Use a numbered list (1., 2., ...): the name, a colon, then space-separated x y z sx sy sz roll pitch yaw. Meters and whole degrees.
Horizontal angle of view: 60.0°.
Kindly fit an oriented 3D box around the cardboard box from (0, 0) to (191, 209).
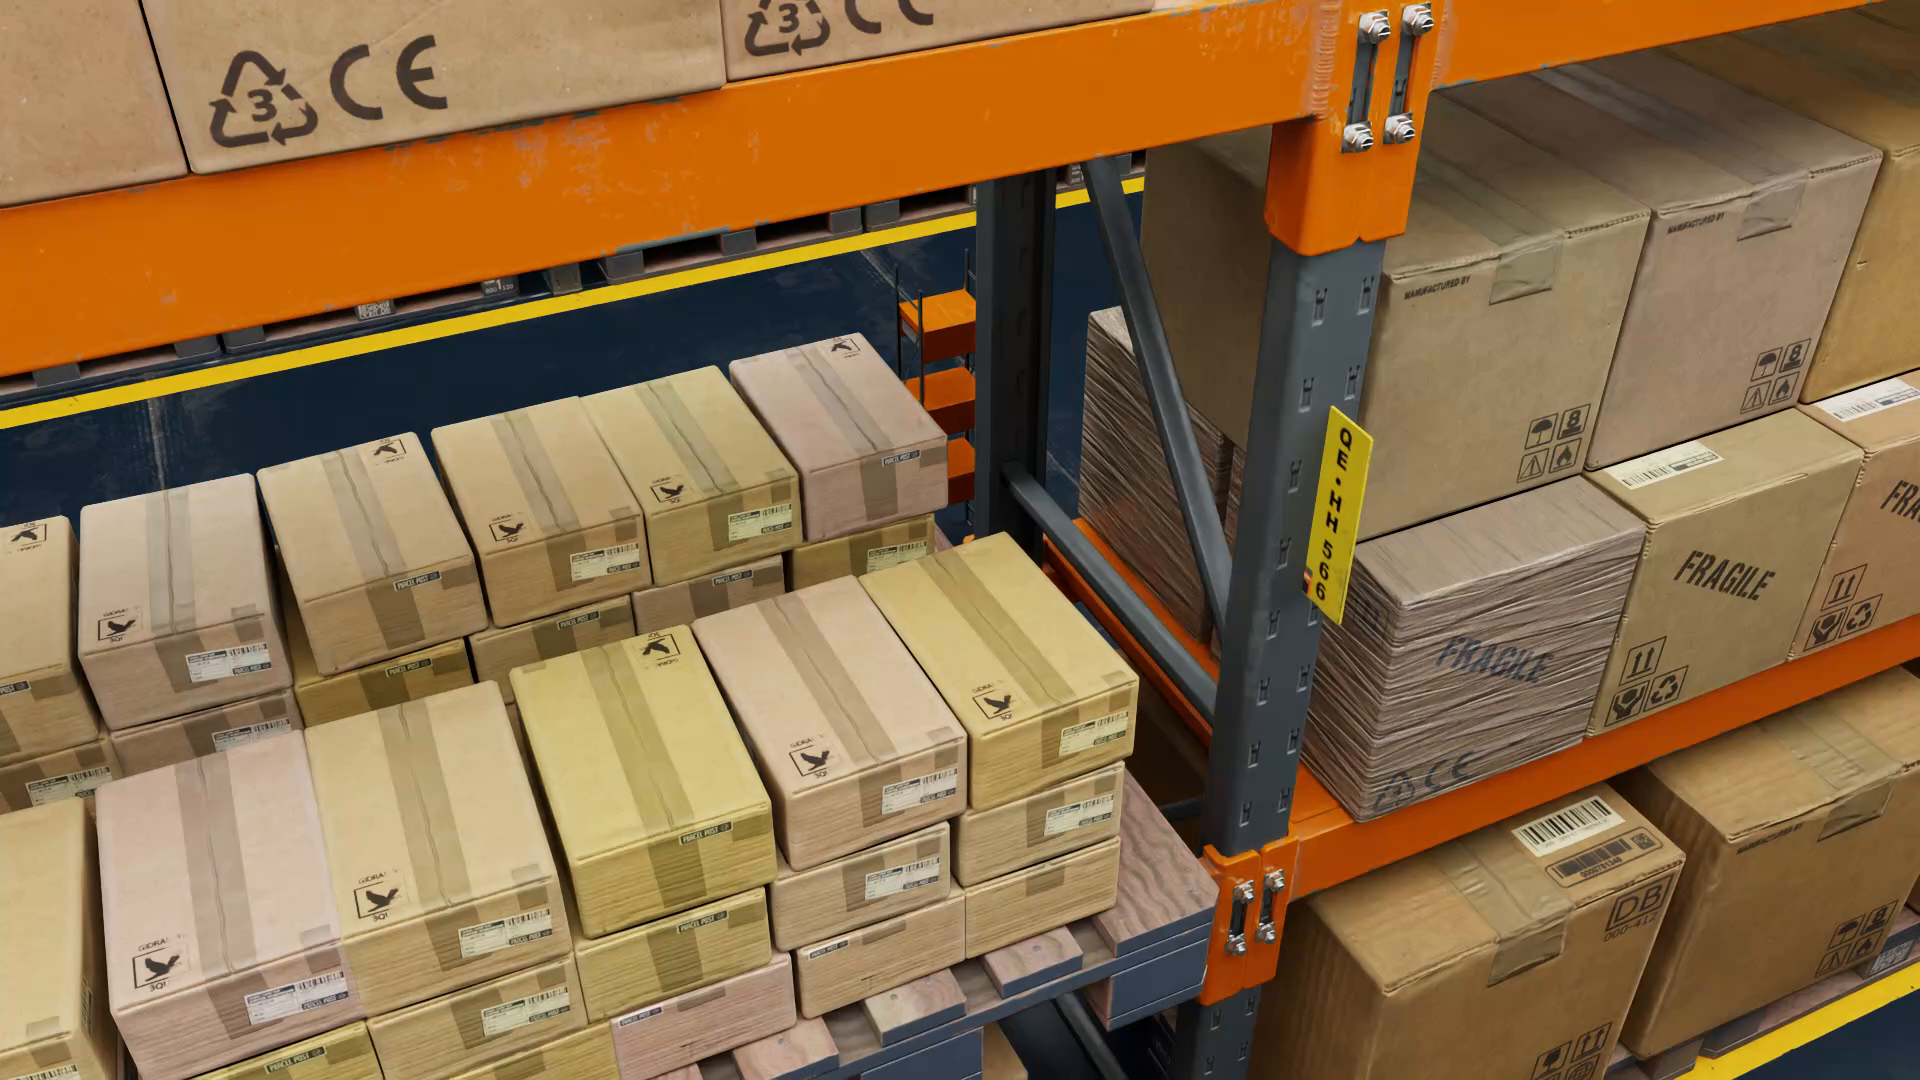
1. cardboard box: -1.016 -0.594 1.431 0.500 0.500 0.500 -16 39 -20

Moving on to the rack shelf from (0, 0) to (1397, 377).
1. rack shelf: -1.516 -0.298 1.720 4.000 0.370 1.077 -16 39 -20

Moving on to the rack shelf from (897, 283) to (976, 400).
1. rack shelf: -0.048 -0.628 5.256 0.240 0.259 0.215 -16 39 -20

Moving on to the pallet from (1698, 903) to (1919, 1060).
1. pallet: 2.143 0.766 4.540 1.213 0.211 1.003 -16 39 -20

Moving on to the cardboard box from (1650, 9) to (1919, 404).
1. cardboard box: 1.626 -0.699 3.251 0.500 0.500 0.700 -16 40 -21

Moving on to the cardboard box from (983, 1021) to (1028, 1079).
1. cardboard box: -0.213 0.960 3.054 0.500 0.250 0.500 -17 40 -21

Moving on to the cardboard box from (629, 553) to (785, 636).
1. cardboard box: -0.473 0.008 2.830 0.250 0.149 0.380 -14 39 -18

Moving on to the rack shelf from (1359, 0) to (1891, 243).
1. rack shelf: 2.105 -1.311 3.085 4.000 0.370 1.077 -16 39 -20

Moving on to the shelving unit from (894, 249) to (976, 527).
1. shelving unit: -0.048 -0.408 5.419 0.252 1.050 0.215 -16 39 -20

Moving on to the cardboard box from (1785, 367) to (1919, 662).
1. cardboard box: 1.731 -0.155 3.357 0.500 0.500 0.500 -16 39 -20

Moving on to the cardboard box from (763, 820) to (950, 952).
1. cardboard box: -0.200 0.363 2.351 0.250 0.149 0.380 -14 39 -18

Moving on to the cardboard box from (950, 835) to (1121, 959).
1. cardboard box: 0.043 0.416 2.529 0.250 0.149 0.380 -15 39 -19

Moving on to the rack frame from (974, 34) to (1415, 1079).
1. rack frame: 0.294 0.111 3.082 0.127 3.000 1.000 -16 39 -20

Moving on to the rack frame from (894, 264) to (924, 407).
1. rack frame: -0.159 -0.377 5.377 0.008 1.050 0.200 -16 39 -20

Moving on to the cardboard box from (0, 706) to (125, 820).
1. cardboard box: -1.394 0.265 2.484 0.250 0.149 0.380 -16 39 -20

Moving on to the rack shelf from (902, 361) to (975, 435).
1. rack shelf: -0.048 -0.400 5.425 0.240 0.259 0.215 -16 39 -20

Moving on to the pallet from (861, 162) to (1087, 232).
1. pallet: -0.090 -1.916 8.156 1.213 0.211 1.003 -16 39 -20

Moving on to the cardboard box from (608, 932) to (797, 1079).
1. cardboard box: -0.415 0.543 2.358 0.250 0.149 0.380 -15 39 -19

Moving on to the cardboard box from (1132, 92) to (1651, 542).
1. cardboard box: 0.705 -0.439 2.900 0.500 0.500 0.700 -16 39 -20

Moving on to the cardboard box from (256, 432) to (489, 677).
1. cardboard box: -0.912 0.013 2.574 0.250 0.149 0.380 -17 40 -22

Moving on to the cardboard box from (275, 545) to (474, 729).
1. cardboard box: -0.942 0.141 2.650 0.250 0.149 0.380 -15 39 -20

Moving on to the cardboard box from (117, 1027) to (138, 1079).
1. cardboard box: -1.126 0.622 2.002 0.250 0.149 0.380 -15 39 -19

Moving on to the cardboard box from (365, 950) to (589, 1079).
1. cardboard box: -0.664 0.494 2.175 0.250 0.149 0.380 -16 39 -20

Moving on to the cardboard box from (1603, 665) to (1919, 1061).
1. cardboard box: 1.674 0.517 4.070 0.750 0.750 1.050 -15 39 -19

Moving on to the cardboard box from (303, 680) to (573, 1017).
1. cardboard box: -0.660 0.374 2.087 0.250 0.149 0.380 -14 39 -19

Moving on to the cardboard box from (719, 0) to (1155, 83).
1. cardboard box: -0.115 -0.852 1.779 0.500 0.500 0.500 -16 39 -20

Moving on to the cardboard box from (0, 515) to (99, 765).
1. cardboard box: -1.395 0.151 2.388 0.250 0.149 0.380 -14 39 -19

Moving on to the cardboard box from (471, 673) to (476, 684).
1. cardboard box: -0.927 0.253 2.749 0.250 0.149 0.380 -14 39 -18

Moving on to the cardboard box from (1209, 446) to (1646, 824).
1. cardboard box: 0.815 0.103 3.009 0.500 0.500 0.500 -15 39 -19

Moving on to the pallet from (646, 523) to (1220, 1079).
1. pallet: -0.306 0.426 2.819 1.003 0.211 1.213 -16 39 -20

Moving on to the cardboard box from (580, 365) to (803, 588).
1. cardboard box: -0.449 -0.114 2.744 0.250 0.149 0.380 -17 40 -21

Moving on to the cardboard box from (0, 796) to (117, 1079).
1. cardboard box: -1.126 0.502 1.914 0.250 0.149 0.380 -14 39 -18

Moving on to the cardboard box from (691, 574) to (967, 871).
1. cardboard box: -0.183 0.238 2.270 0.250 0.149 0.380 -16 39 -20

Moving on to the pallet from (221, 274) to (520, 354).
1. pallet: -2.646 -1.254 7.263 1.213 0.211 1.003 -16 39 -20
